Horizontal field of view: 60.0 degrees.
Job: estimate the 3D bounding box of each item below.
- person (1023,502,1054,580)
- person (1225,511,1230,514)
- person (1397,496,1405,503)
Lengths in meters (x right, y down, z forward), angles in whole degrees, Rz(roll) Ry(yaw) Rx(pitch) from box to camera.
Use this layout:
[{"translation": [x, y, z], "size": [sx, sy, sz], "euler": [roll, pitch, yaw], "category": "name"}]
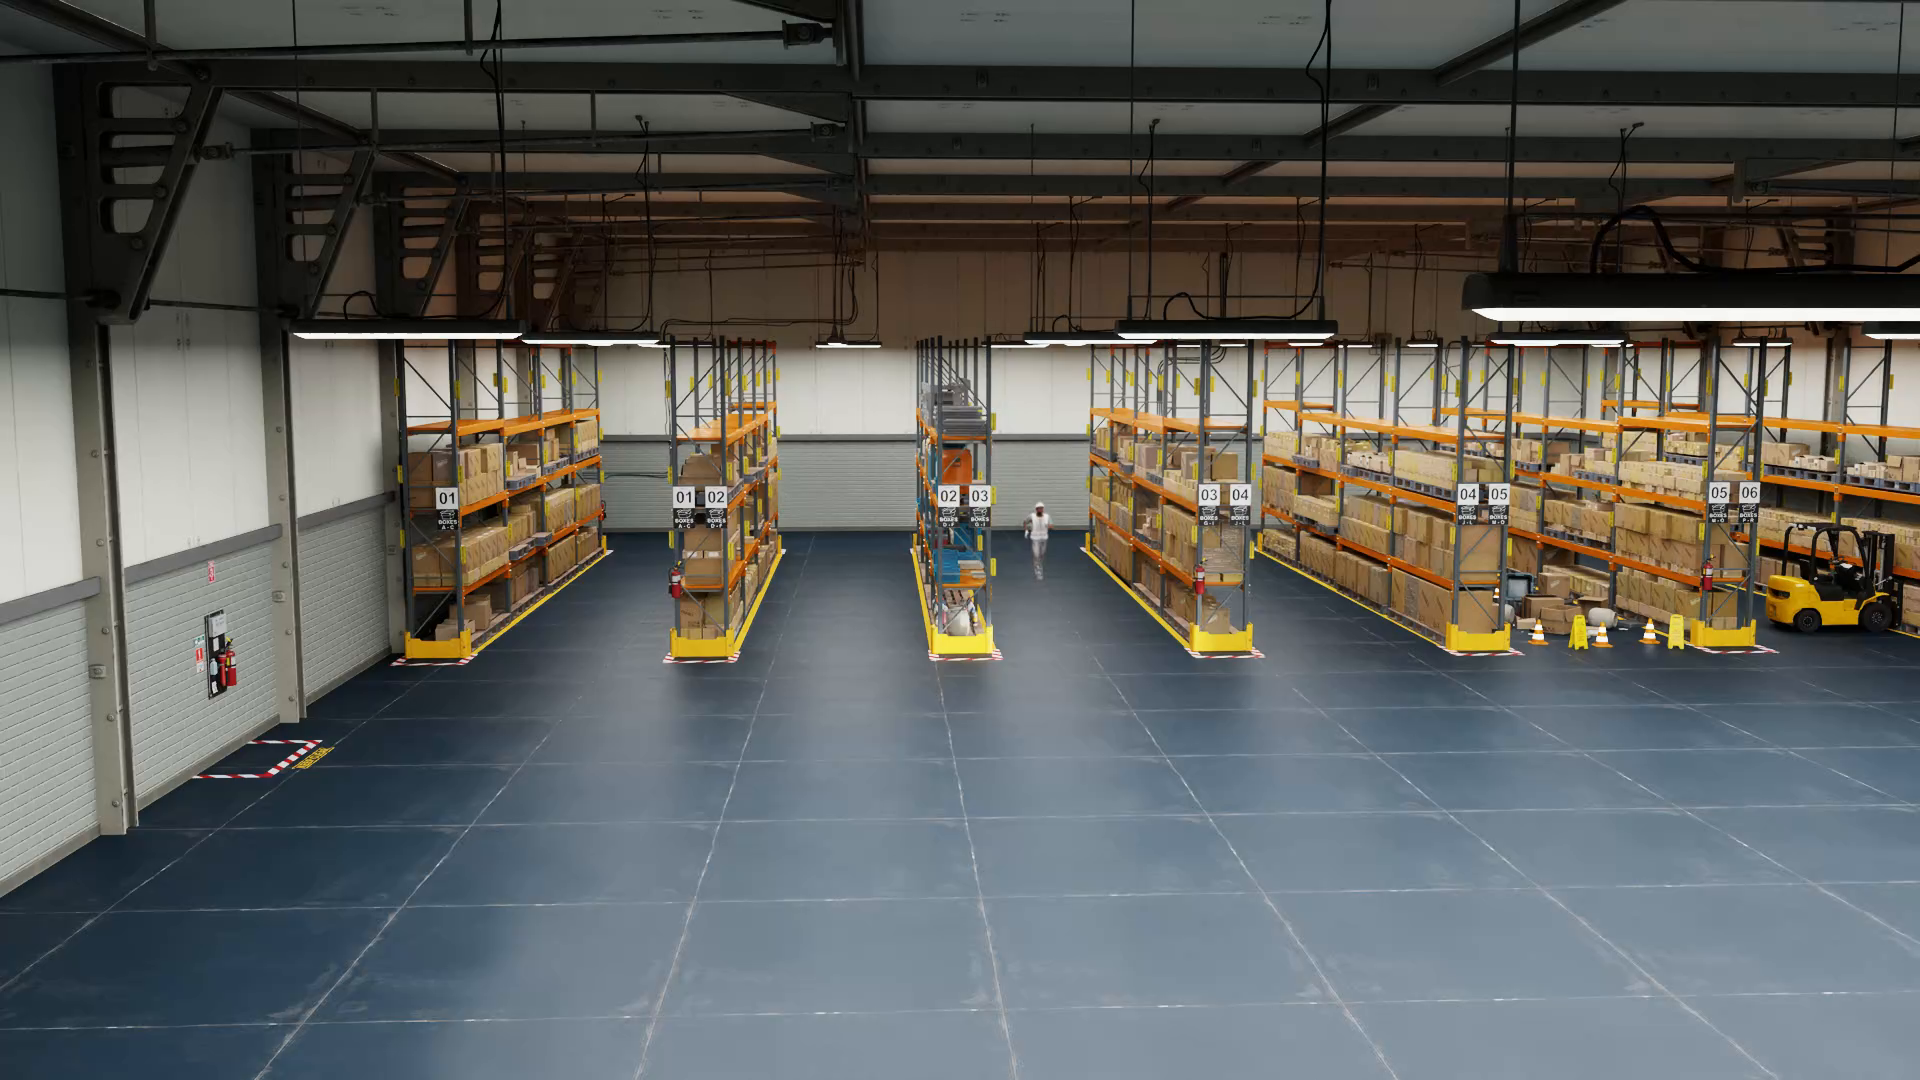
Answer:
[{"translation": [1.906, 0.005, 39.745], "size": [0.678, 1.816, 0.869], "euler": [-2, 7, -14], "category": "person"}, {"translation": [7.859, -0.566, 48.370], "size": [0.568, 1.643, 0.589], "euler": [-5, 8, -39], "category": "person"}, {"translation": [13.136, -0.664, 49.445], "size": [0.613, 1.616, 0.648], "euler": [0, 6, 1], "category": "person"}]
